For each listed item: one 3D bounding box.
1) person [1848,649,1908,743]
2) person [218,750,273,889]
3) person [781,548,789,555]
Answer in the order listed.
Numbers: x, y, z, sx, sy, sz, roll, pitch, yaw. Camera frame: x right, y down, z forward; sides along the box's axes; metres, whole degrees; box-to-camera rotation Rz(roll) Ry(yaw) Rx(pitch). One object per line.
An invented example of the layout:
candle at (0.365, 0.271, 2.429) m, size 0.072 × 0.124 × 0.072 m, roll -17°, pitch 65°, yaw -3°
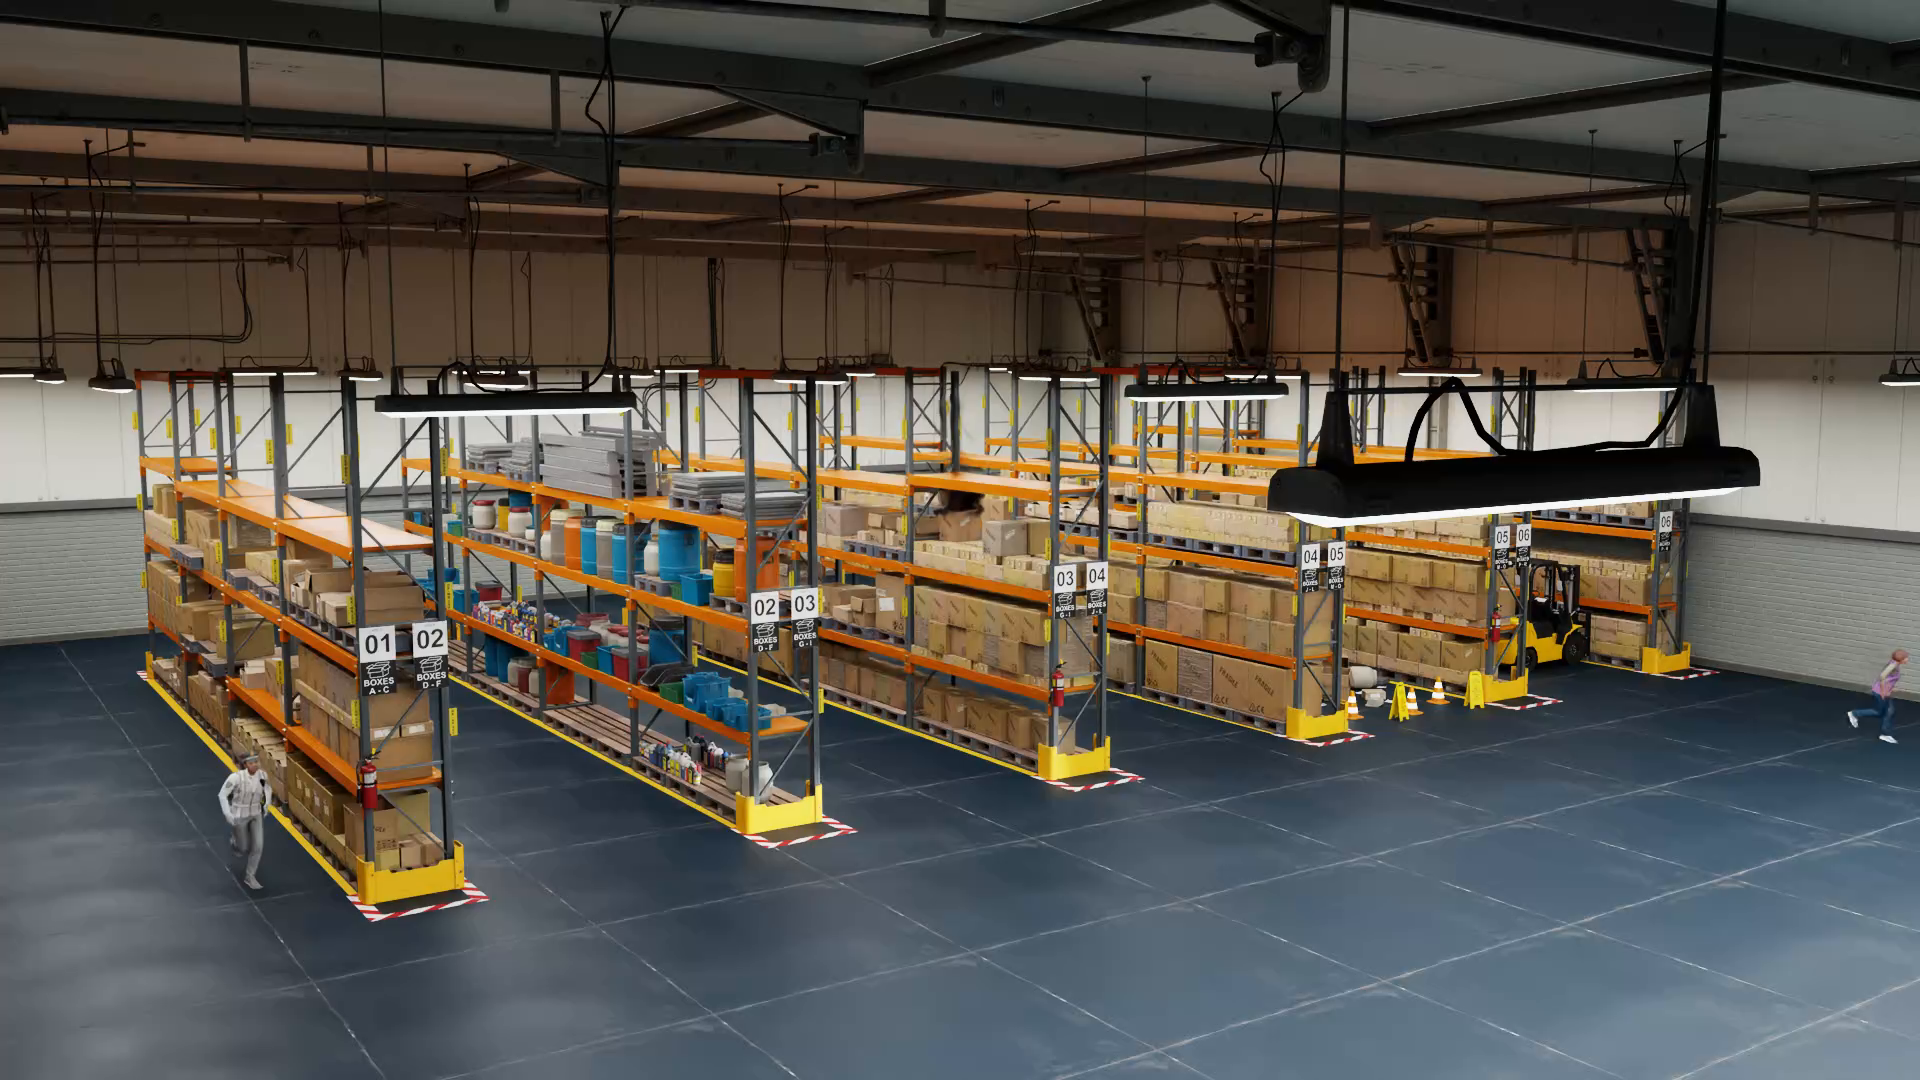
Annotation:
person at (15.024, 2.526, 27.225) m, size 0.802 × 1.545 × 0.538 m, roll 3°, pitch 7°, yaw 27°
person at (-8.548, 3.299, 19.906) m, size 0.635 × 1.669 × 0.763 m, roll -6°, pitch 9°, yaw -42°
person at (-4.165, 1.015, 39.742) m, size 0.649 × 1.697 × 0.629 m, roll -1°, pitch 7°, yaw -9°
